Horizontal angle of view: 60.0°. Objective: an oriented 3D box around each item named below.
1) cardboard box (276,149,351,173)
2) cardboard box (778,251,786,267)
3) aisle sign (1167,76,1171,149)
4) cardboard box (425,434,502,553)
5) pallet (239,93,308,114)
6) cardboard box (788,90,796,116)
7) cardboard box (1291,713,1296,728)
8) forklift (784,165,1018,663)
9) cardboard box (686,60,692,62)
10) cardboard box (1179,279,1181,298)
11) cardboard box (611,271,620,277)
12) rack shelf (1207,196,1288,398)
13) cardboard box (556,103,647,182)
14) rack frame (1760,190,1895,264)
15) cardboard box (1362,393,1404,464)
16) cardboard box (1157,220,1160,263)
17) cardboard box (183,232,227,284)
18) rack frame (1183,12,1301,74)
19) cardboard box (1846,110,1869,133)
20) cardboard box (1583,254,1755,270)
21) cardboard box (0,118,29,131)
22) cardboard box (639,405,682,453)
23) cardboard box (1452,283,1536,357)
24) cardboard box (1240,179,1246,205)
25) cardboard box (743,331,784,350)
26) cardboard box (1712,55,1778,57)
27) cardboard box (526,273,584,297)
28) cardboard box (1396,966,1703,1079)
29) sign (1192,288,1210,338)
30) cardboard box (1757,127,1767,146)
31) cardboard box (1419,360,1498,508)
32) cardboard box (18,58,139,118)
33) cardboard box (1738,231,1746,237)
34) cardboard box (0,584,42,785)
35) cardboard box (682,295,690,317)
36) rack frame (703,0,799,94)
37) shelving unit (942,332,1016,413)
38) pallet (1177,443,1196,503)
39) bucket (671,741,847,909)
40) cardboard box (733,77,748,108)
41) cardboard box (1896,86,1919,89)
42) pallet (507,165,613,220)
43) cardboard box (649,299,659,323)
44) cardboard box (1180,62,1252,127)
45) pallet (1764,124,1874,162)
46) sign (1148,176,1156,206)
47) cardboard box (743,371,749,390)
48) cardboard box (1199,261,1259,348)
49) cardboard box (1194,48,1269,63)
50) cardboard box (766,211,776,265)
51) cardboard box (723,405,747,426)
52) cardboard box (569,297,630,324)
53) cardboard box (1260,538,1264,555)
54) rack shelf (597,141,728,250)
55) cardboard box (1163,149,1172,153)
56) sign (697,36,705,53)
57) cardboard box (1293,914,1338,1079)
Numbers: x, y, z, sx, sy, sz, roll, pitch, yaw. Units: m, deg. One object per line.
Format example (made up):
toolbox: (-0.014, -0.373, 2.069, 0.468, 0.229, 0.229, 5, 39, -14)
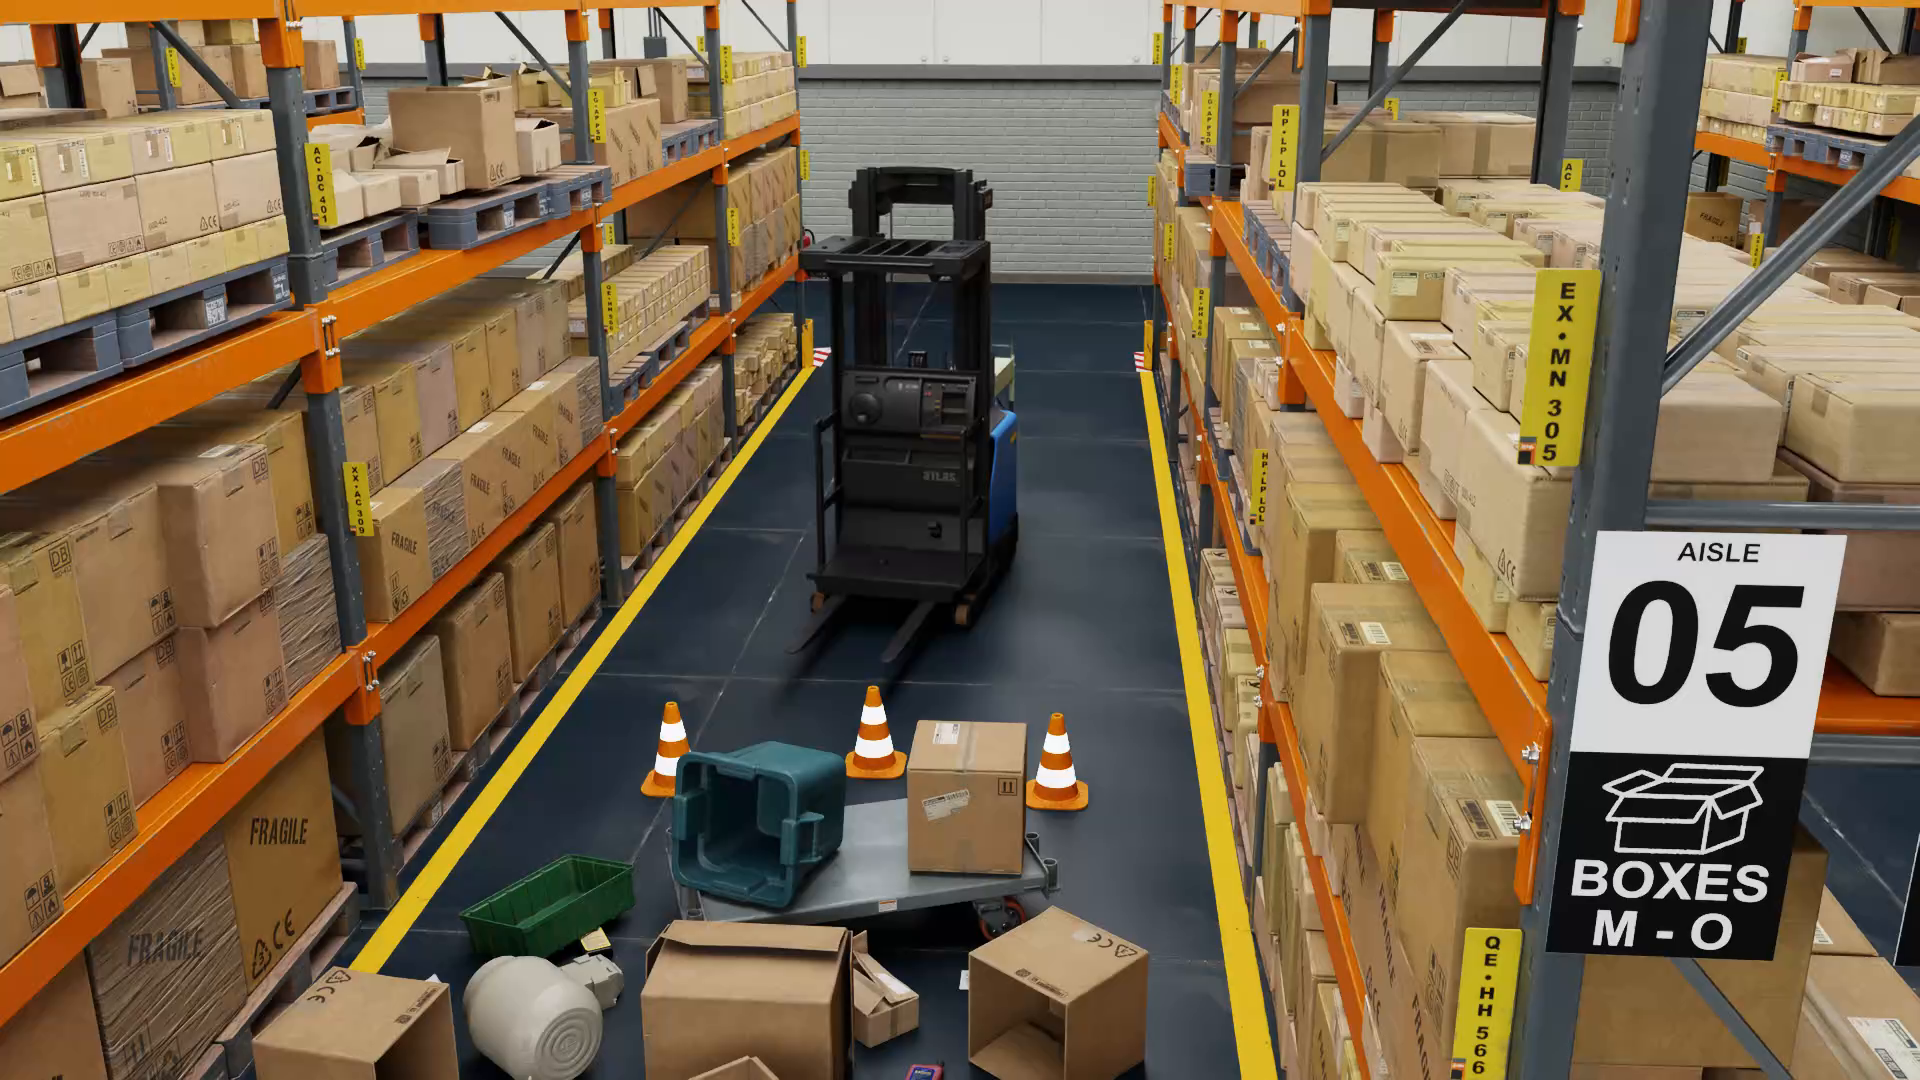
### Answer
cardboard box: (-3.259, -1.725, 7.960, 0.500, 0.250, 0.500, 1, 18, 3)
cardboard box: (-2.062, -3.001, 17.668, 0.380, 0.149, 0.250, 2, 18, 5)
aisle sign: (2.393, -4.648, 18.115, 0.394, 0.787, 0.004, 1, 18, 4)
cardboard box: (-2.748, -0.252, 8.716, 0.500, 0.500, 0.500, 1, 18, 4)
pallet: (-7.335, -4.377, 16.790, 1.003, 0.211, 1.213, 1, 18, 4)
cardboard box: (-2.036, -4.670, 17.780, 0.500, 0.250, 0.500, 1, 18, 3)
cardboard box: (1.508, 0.633, 6.577, 0.380, 0.149, 0.250, 2, 18, 6)
forklift: (-0.395, -0.933, 11.063, 1.130, 2.935, 3.031, 4, 19, 13)
cardboard box: (-2.684, -4.343, 15.340, 0.380, 0.149, 0.250, 2, 18, 6)
cardboard box: (2.068, -2.014, 13.692, 0.500, 0.250, 0.500, 2, 18, 5)
cardboard box: (-3.076, -2.169, 13.976, 0.380, 0.149, 0.250, 2, 18, 5)
rack shelf: (1.960, -1.361, 8.598, 1.077, 0.370, 4.000, 1, 18, 4)
cardboard box: (-2.506, -2.778, 11.605, 0.500, 0.500, 0.500, 1, 18, 4)
rack frame: (7.341, -2.031, 14.306, 1.000, 3.000, 0.127, 1, 18, 4)
cardboard box: (1.342, -0.315, 4.654, 0.380, 0.149, 0.250, 1, 18, 3)
cardboard box: (2.348, -3.131, 17.499, 0.500, 0.500, 0.500, 1, 18, 3)
cardboard box: (-2.870, -1.010, 5.939, 0.380, 0.149, 0.250, 2, 18, 5)
rack frame: (2.390, -4.992, 13.706, 1.000, 3.000, 0.127, 1, 18, 4)
cardboard box: (6.825, -3.105, 12.332, 0.380, 0.149, 0.250, 2, 18, 5)
cardboard box: (1.899, -0.677, 4.477, 0.380, 0.149, 0.250, 2, 18, 5)
cardboard box: (-3.529, -1.404, 5.862, 0.380, 0.149, 0.250, 1, 18, 3)
cardboard box: (-2.466, -0.866, 12.883, 0.500, 0.250, 0.500, 1, 18, 4)
cardboard box: (1.411, -0.523, 4.008, 0.380, 0.149, 0.250, 1, 18, 4)
cardboard box: (1.911, -2.111, 10.134, 0.380, 0.149, 0.250, 1, 18, 4)
cardboard box: (-2.066, -2.096, 17.452, 0.380, 0.149, 0.250, 2, 18, 6)
cardboard box: (7.837, -4.701, 16.596, 0.500, 0.250, 0.500, 1, 18, 2)
cardboard box: (-3.149, -1.986, 12.939, 0.380, 0.149, 0.250, 2, 18, 6)
cardboard box: (1.294, 1.222, 3.737, 0.500, 0.500, 0.500, 1, 18, 3)
sign: (1.549, -1.460, 10.703, 0.100, 0.325, 0.005, 1, 18, 4)
cardboard box: (7.072, -3.456, 14.238, 0.380, 0.149, 0.250, 1, 18, 4)
cardboard box: (1.348, -0.231, 3.755, 0.500, 0.250, 0.500, 1, 18, 3)
cardboard box: (-7.526, -3.854, 14.217, 0.700, 0.500, 0.500, 2, 18, 5)
cardboard box: (7.822, -3.035, 17.131, 0.500, 0.250, 0.500, 1, 18, 4)
cardboard box: (-3.226, 0.464, 4.714, 0.875, 0.550, 0.550, 1, 18, 4)
cardboard box: (-2.442, -1.937, 13.745, 0.380, 0.149, 0.250, 0, 18, 1)
rack frame: (-2.268, -6.313, 17.739, 1.000, 3.000, 0.127, 1, 18, 4)
shelving unit: (0.149, -0.822, 13.022, 0.431, 1.500, 0.755, 4, 19, 13)
pallet: (2.410, -0.575, 14.338, 1.003, 0.211, 1.213, 1, 18, 4)
bucket: (-0.838, 1.191, 7.286, 0.726, 0.611, 0.620, 8, 10, 23)
cardboard box: (-2.240, -4.111, 15.272, 0.500, 0.250, 0.500, 1, 18, 4)
cardboard box: (7.403, -3.391, 12.728, 0.380, 0.149, 0.250, 2, 18, 5)
pallet: (-2.834, -2.112, 10.039, 1.213, 0.211, 1.003, 2, 18, 6)
cardboard box: (-2.515, -1.745, 12.683, 0.380, 0.149, 0.250, 1, 18, 3)
cardboard box: (2.038, -3.546, 13.276, 0.500, 0.500, 0.500, 1, 18, 3)
pallet: (7.224, -3.167, 13.254, 1.213, 0.211, 1.003, 1, 18, 4)
sign: (2.124, -3.847, 18.328, 0.100, 0.325, 0.005, 1, 18, 4)
cardboard box: (-2.277, -1.553, 16.271, 0.380, 0.149, 0.250, 0, 18, 1)
cardboard box: (1.879, -1.588, 11.185, 0.500, 0.500, 0.500, 1, 18, 2)
cardboard box: (2.455, -4.282, 15.356, 0.797, 0.503, 0.637, 3, 18, 8)
cardboard box: (-2.158, -3.034, 16.727, 0.500, 0.500, 0.500, 2, 18, 7)
cardboard box: (-2.208, -1.171, 15.583, 0.380, 0.149, 0.250, 0, 18, 2)
cardboard box: (-2.576, -1.640, 11.883, 0.380, 0.149, 0.250, 1, 18, 4)
cardboard box: (1.615, 0.016, 7.786, 0.380, 0.149, 0.250, 1, 18, 2)
rack shelf: (-2.698, -2.683, 12.631, 1.077, 0.370, 4.000, 1, 18, 4)
cardboard box: (2.375, -4.110, 17.842, 0.380, 0.149, 0.250, 2, 18, 5)
sign: (-2.809, -5.315, 18.107, 0.100, 0.325, 0.005, 1, 18, 4)
cardboard box: (1.439, 1.599, 5.763, 0.500, 0.500, 0.500, 2, 18, 7)
